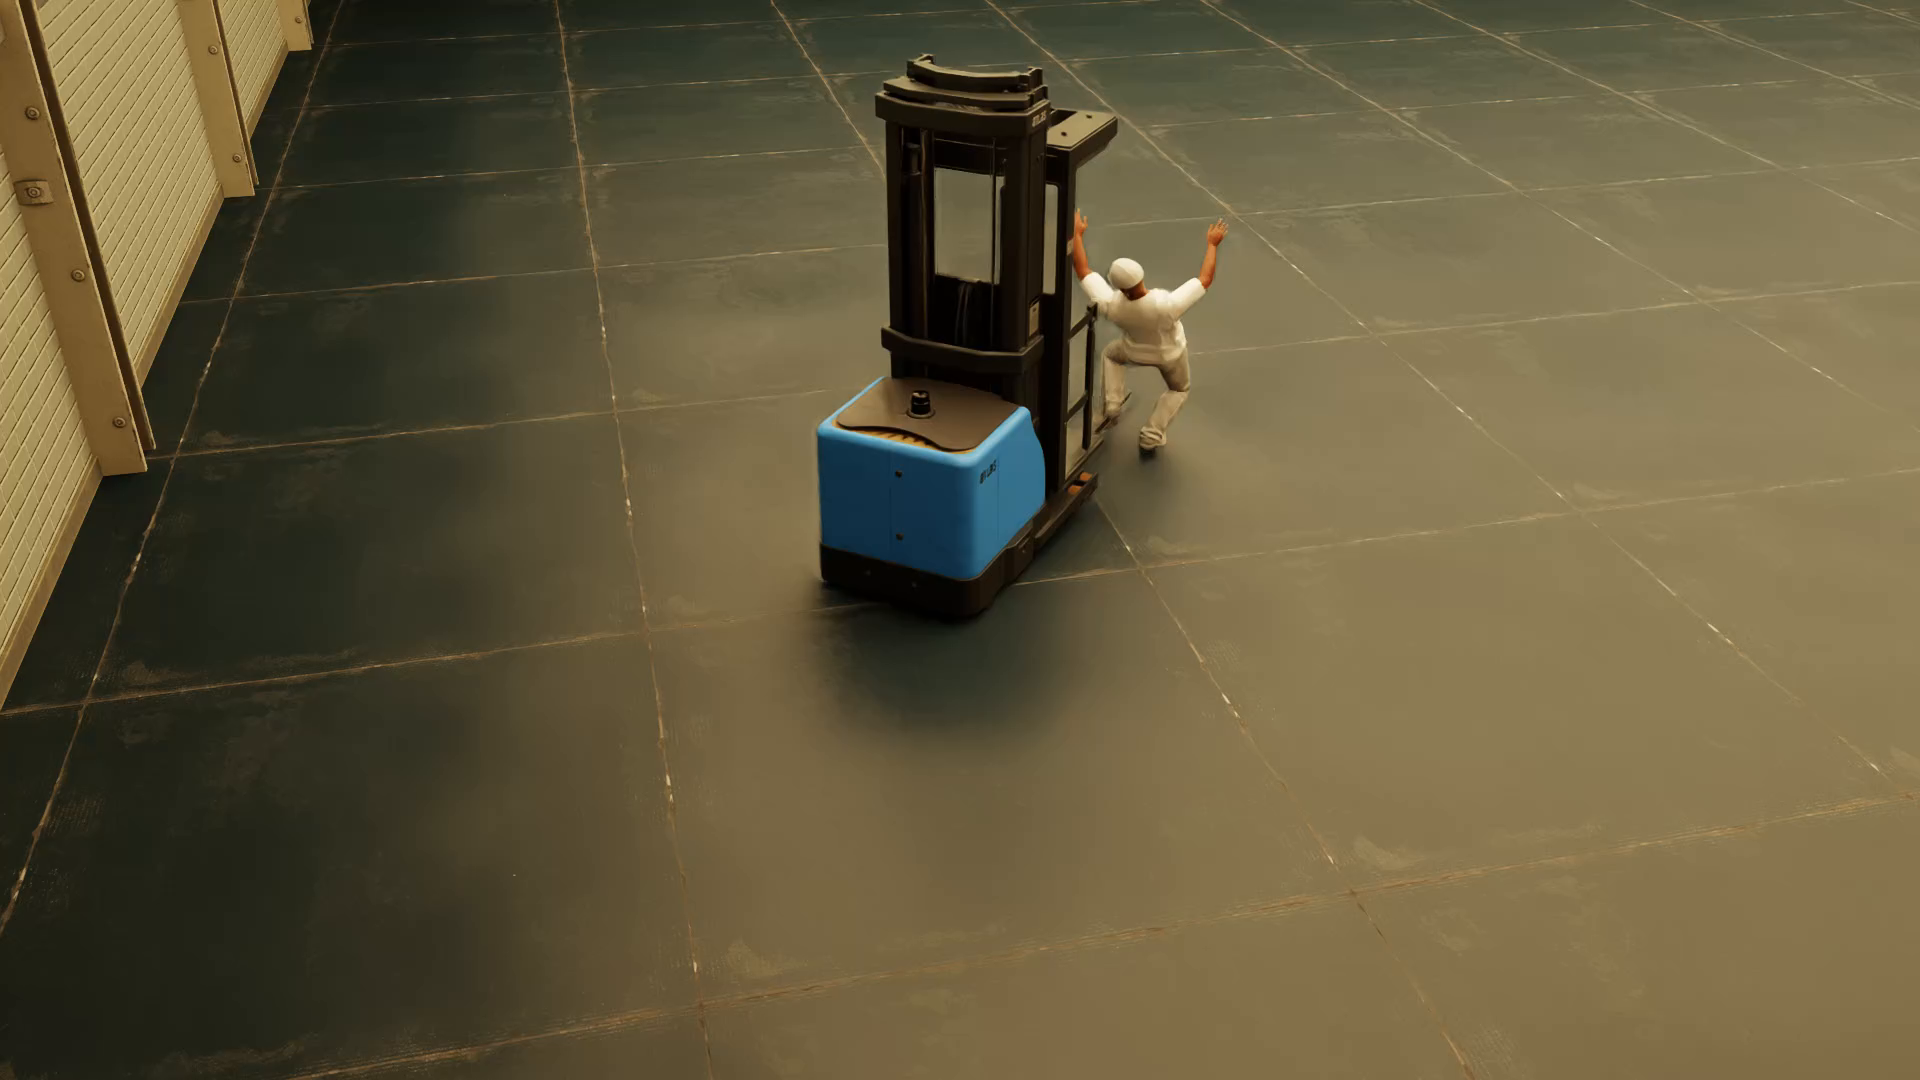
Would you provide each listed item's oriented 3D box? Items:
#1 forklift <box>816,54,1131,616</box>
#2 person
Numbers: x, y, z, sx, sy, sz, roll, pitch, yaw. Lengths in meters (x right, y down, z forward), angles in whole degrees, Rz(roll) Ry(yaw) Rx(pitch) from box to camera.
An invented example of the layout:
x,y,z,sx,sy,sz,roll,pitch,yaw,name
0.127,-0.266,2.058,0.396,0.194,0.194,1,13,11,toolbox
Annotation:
x,y,z,sx,sy,sz,roll,pitch,yaw,name
0.261,-1.546,10.245,1.130,2.935,3.031,14,33,22,forklift
1.180,-1.387,11.217,1.020,1.591,0.770,11,32,18,person
